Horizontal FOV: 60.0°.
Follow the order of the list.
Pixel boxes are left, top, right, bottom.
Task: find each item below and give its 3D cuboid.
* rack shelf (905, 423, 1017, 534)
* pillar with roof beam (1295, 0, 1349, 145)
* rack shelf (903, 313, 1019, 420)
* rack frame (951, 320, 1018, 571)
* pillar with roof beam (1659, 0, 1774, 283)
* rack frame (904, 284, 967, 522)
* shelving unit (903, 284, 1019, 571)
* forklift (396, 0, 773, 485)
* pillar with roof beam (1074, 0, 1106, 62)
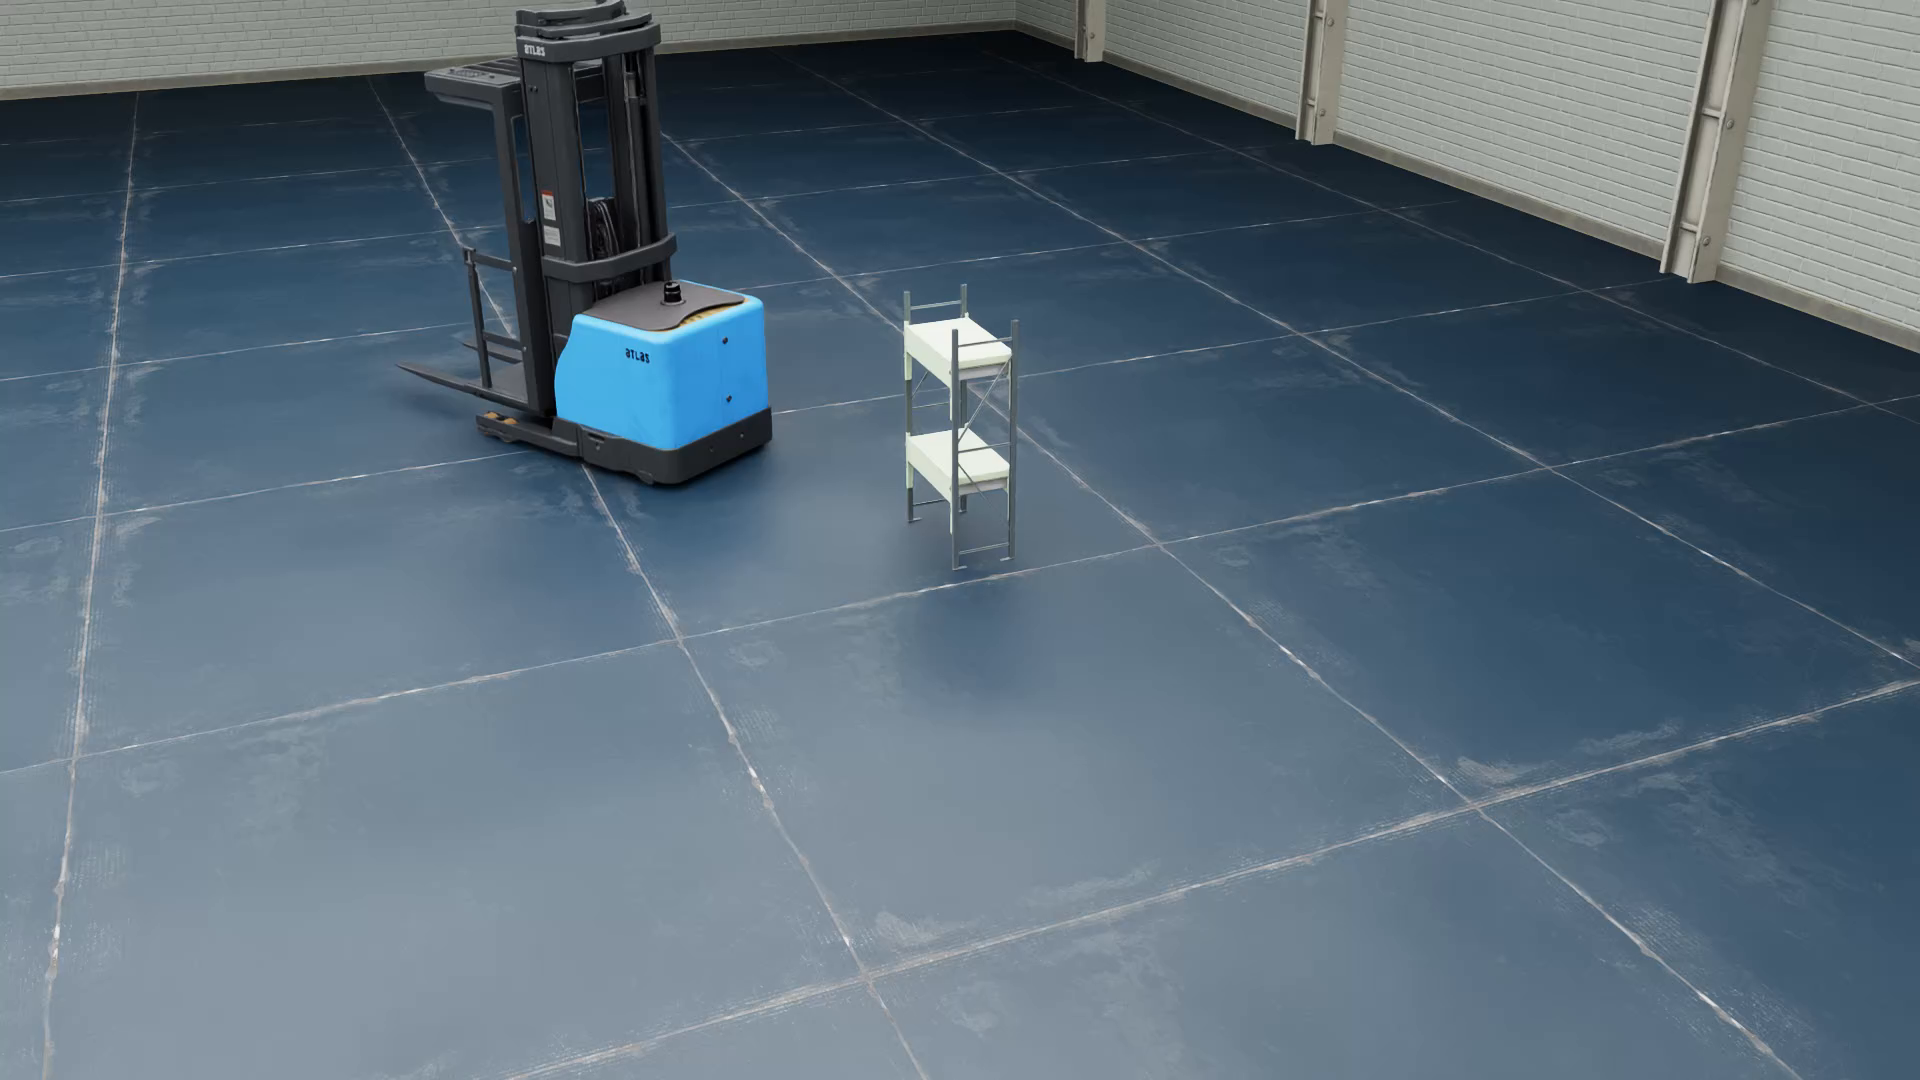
[{"bbox_3d":[-0.003,-0.384,10.069,0.431,0.370,0.720,-11,28,-21],"label":"rack shelf"},{"bbox_3d":[0.342,-8.143,16.672,9.100,9.000,0.400,-11,28,-21],"label":"pillar with roof beam"},{"bbox_3d":[-0.003,-1.027,9.755,0.431,0.370,0.720,-11,28,-21],"label":"rack shelf"},{"bbox_3d":[0.141,-0.529,9.624,0.400,1.500,0.023,-11,28,-21],"label":"rack frame"},{"bbox_3d":[2.691,-5.721,11.711,9.100,9.000,0.400,-11,28,-21],"label":"pillar with roof beam"},{"bbox_3d":[-0.146,-0.824,10.229,0.400,1.500,0.023,-11,28,-21],"label":"rack frame"},{"bbox_3d":[-0.003,-0.677,9.926,0.431,1.500,0.755,-11,28,-21],"label":"shelving unit"},{"bbox_3d":[-2.797,-2.169,11.352,3.031,2.935,1.130,17,31,31],"label":"forklift"},{"bbox_3d":[-2.008,-10.566,21.633,9.100,9.000,0.400,-11,28,-21],"label":"pillar with roof beam"}]
